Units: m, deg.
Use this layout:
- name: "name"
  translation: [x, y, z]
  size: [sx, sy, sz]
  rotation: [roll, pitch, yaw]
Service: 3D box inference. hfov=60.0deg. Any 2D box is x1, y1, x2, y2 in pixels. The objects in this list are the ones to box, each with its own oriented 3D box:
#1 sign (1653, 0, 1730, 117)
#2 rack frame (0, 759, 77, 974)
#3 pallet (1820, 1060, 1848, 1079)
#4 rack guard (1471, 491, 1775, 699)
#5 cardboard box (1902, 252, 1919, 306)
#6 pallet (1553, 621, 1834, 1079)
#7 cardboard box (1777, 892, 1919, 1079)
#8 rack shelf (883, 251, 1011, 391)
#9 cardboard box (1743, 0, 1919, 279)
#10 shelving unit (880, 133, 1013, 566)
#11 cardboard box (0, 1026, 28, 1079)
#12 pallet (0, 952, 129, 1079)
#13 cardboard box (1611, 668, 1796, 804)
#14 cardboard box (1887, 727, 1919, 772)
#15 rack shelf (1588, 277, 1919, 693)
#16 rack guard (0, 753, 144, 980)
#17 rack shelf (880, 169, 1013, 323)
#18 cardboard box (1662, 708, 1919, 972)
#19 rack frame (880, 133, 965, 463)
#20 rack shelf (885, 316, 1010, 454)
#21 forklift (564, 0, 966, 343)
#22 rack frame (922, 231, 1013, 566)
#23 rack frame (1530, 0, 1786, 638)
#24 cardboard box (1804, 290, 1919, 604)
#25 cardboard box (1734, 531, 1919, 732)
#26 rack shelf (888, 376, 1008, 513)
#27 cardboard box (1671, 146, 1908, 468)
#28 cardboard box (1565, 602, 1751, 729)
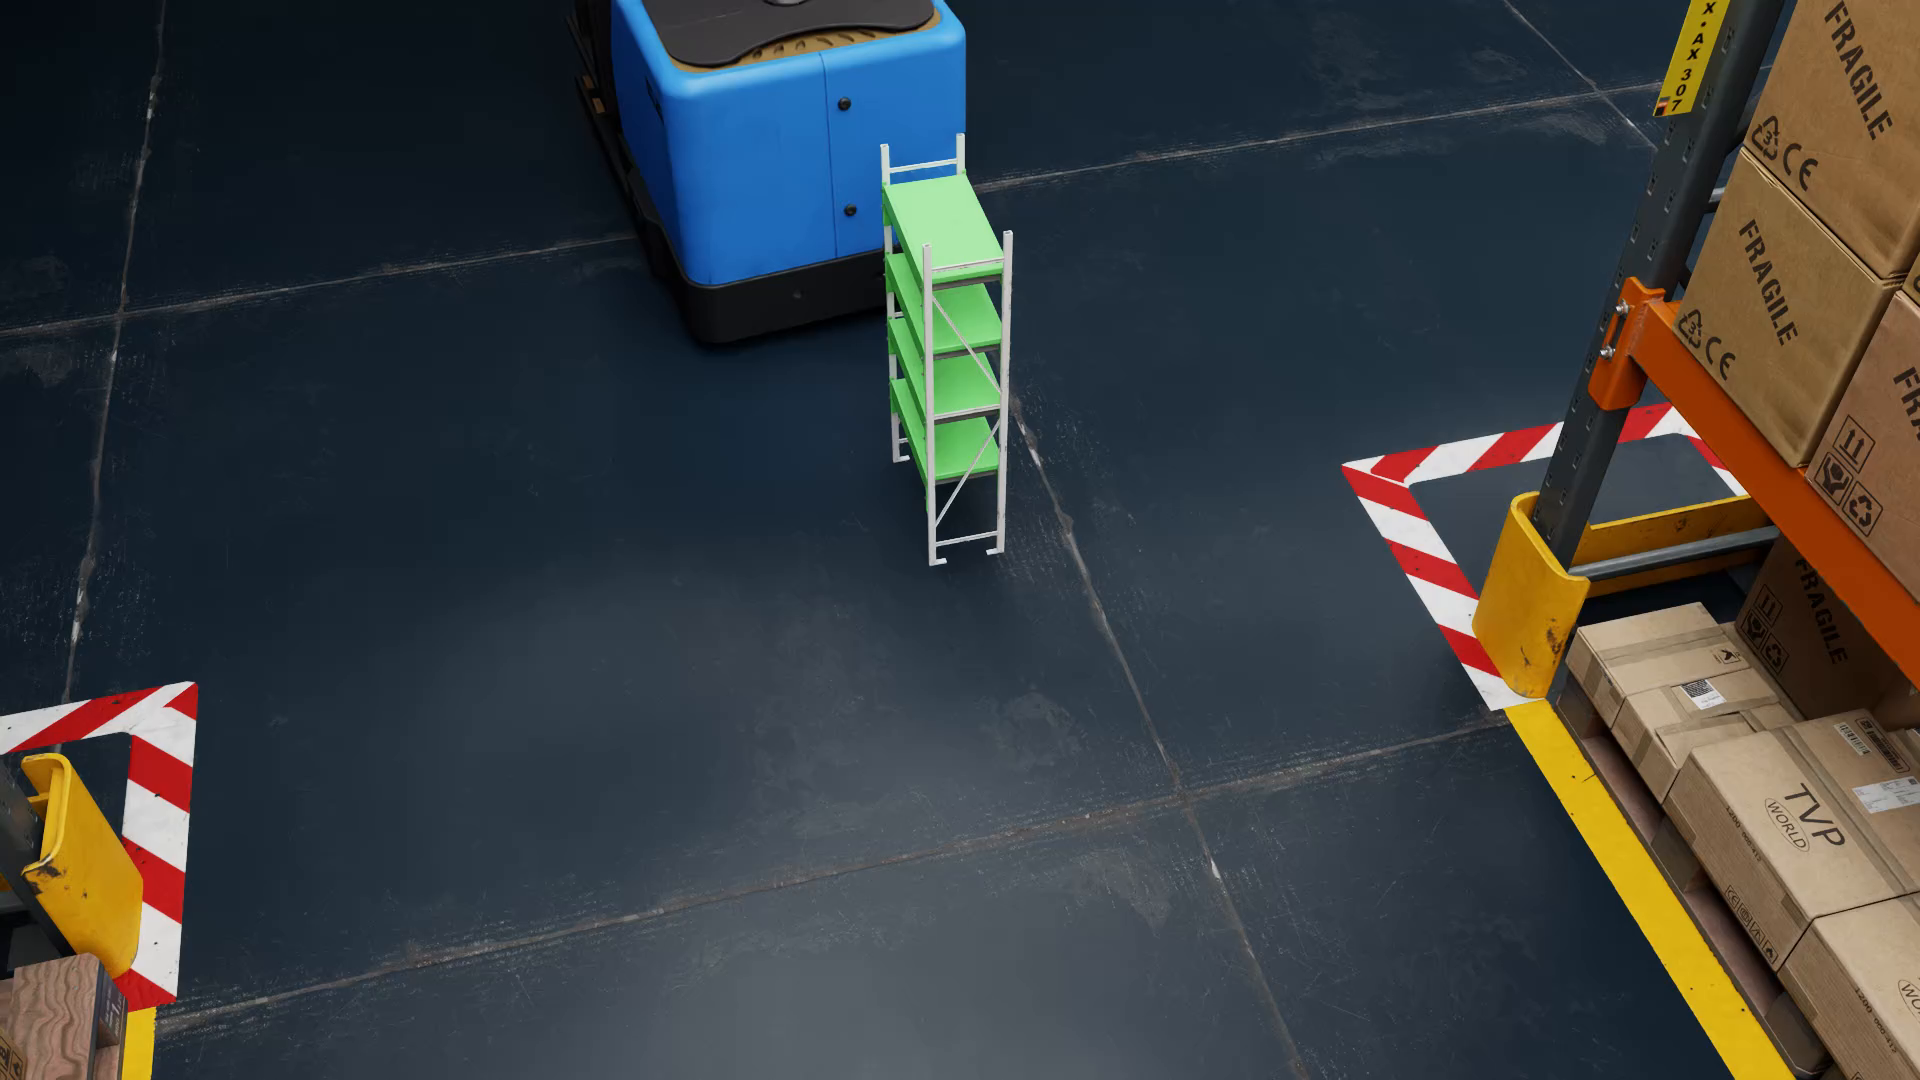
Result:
- name: "sign"
  translation: [1.587, -1.062, 3.585]
  size: [0.100, 0.325, 0.005]
  rotation: [-11, 47, -10]
- name: "rack frame"
  translation: [-2.676, 0.050, 3.101]
  size: [1.000, 3.000, 0.127]
  rotation: [-11, 47, -10]
- name: "pallet"
  translation: [2.645, 1.561, 3.573]
  size: [1.003, 0.211, 1.213]
  rotation: [-11, 47, -10]
- name: "rack guard"
  translation: [2.131, 0.069, 4.833]
  size: [1.175, 0.500, 0.348]
  rotation: [-11, 47, -10]
- name: "cardboard box"
  translation: [2.111, -0.530, 2.899]
  size: [0.500, 0.500, 0.500]
  rotation: [-10, 46, -10]
- name: "pallet"
  translation: [2.336, 0.720, 4.397]
  size: [1.003, 0.211, 1.213]
  rotation: [-11, 47, -10]
- name: "cardboard box"
  translation: [2.232, 1.067, 3.721]
  size: [0.500, 0.250, 0.500]
  rotation: [-11, 47, -10]
- name: "rack shelf"
  translation: [-0.042, -0.658, 4.808]
  size: [0.258, 0.148, 0.480]
  rotation: [-11, 47, -10]
- name: "cardboard box"
  translation: [1.970, -0.889, 3.251]
  size: [0.500, 0.500, 0.500]
  rotation: [-9, 46, -9]
- name: "shelving unit"
  translation: [-0.042, -0.534, 4.933]
  size: [0.258, 1.200, 0.503]
  rotation: [-11, 47, -10]
- name: "cardboard box"
  translation: [-2.400, 1.243, 3.388]
  size: [0.700, 0.500, 0.500]
  rotation: [-11, 47, -10]
- name: "pallet"
  translation: [-2.396, 1.563, 3.570]
  size: [1.003, 0.211, 1.213]
  rotation: [-11, 47, -10]
- name: "cardboard box"
  translation: [1.950, 0.504, 4.332]
  size: [0.380, 0.166, 0.250]
  rotation: [-11, 47, -10]
- name: "cardboard box"
  translation: [2.505, 0.605, 4.232]
  size: [0.380, 0.166, 0.250]
  rotation: [-11, 47, -10]
- name: "rack shelf"
  translation: [2.623, 0.774, 2.895]
  size: [1.077, 0.370, 4.000]
  rotation: [-11, 47, -10]
- name: "rack guard"
  translation: [-2.682, 0.908, 4.010]
  size: [1.175, 0.500, 0.348]
  rotation: [-11, 47, -10]
- name: "rack shelf"
  translation: [-0.042, -0.825, 4.636]
  size: [0.258, 0.148, 0.480]
  rotation: [-11, 47, -10]
- name: "cardboard box"
  translation: [2.104, 0.722, 4.059]
  size: [0.500, 0.250, 0.500]
  rotation: [-11, 47, -10]
- name: "rack frame"
  translation: [-0.105, -0.703, 5.099]
  size: [0.240, 1.200, 0.015]
  rotation: [-11, 47, -10]
- name: "rack shelf"
  translation: [-0.042, -0.490, 4.979]
  size: [0.258, 0.148, 0.480]
  rotation: [-11, 47, -10]
- name: "forklift"
  translation: [-0.968, -2.786, 5.928]
  size: [1.130, 2.935, 3.031]
  rotation: [-15, 48, -15]
- name: "rack frame"
  translation: [0.020, -0.366, 4.768]
  size: [0.240, 1.200, 0.015]
  rotation: [-11, 47, -10]
- name: "rack frame"
  translation: [2.111, -0.859, 3.991]
  size: [1.000, 3.000, 0.127]
  rotation: [-11, 47, -10]
- name: "cardboard box"
  translation: [2.107, -0.184, 3.260]
  size: [0.500, 0.500, 0.500]
  rotation: [-11, 47, -11]
- name: "cardboard box"
  translation: [2.489, 0.193, 4.403]
  size: [0.500, 0.500, 0.500]
  rotation: [-11, 47, -10]
- name: "rack shelf"
  translation: [-0.042, -0.322, 5.151]
  size: [0.258, 0.148, 0.480]
  rotation: [-11, 47, -10]
- name: "cardboard box"
  translation: [1.970, -0.539, 3.608]
  size: [0.500, 0.500, 0.500]
  rotation: [-10, 46, -9]
- name: "cardboard box"
  translation: [1.886, 0.337, 4.507]
  size: [0.380, 0.149, 0.250]
  rotation: [-11, 47, -10]
